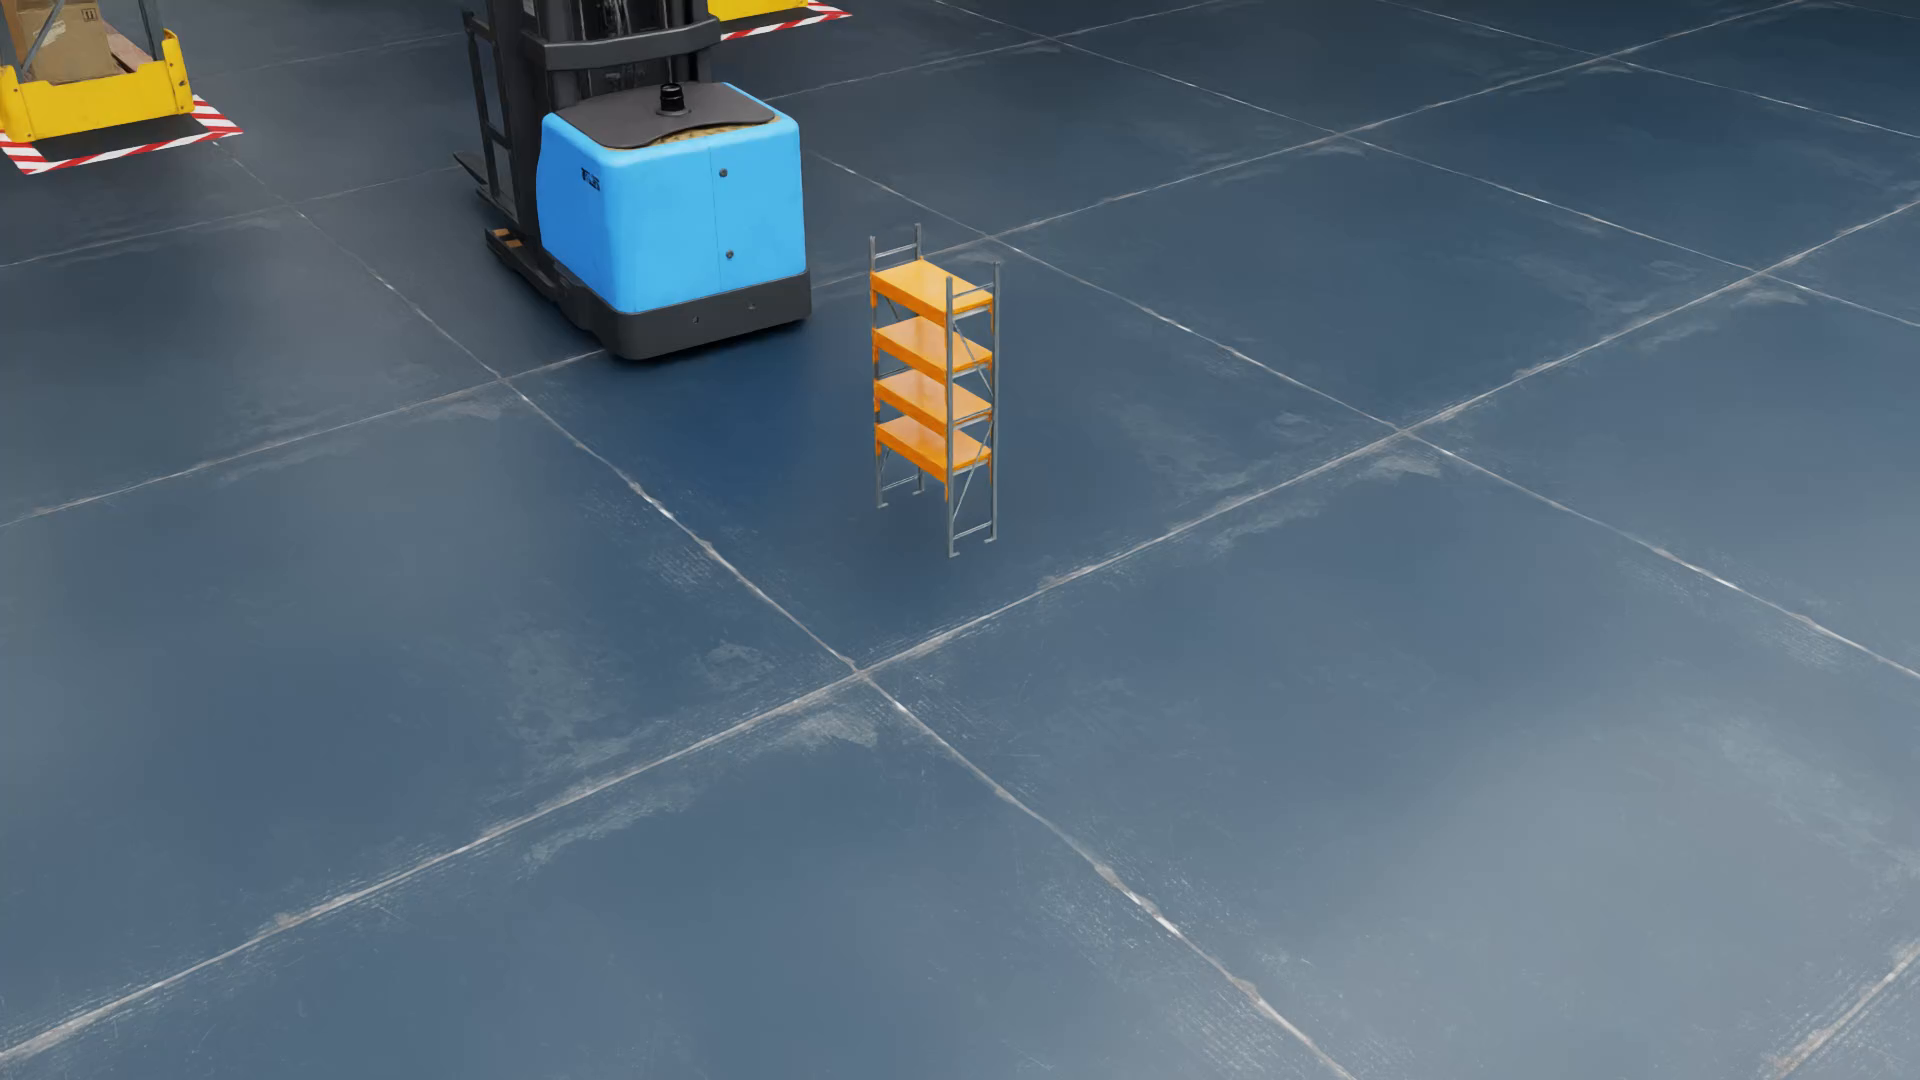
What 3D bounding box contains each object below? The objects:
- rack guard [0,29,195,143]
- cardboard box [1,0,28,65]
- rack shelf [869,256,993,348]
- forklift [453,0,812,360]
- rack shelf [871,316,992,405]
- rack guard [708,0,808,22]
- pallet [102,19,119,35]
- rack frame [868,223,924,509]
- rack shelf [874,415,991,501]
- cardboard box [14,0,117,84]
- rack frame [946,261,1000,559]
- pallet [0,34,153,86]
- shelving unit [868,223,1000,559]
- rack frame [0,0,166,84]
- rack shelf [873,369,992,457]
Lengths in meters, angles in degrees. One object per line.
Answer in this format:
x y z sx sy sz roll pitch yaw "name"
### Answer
-5.862 -3.077 11.230 1.175 0.500 0.348 -22 38 -31 "rack guard"
-6.578 -3.727 11.879 0.500 0.500 0.500 -12 34 -19 "cardboard box"
-0.101 -0.913 6.337 0.258 0.148 0.480 -22 38 -31 "rack shelf"
-1.982 -2.850 8.561 1.130 2.935 3.031 -19 37 -28 "forklift"
-0.101 -0.712 6.462 0.258 0.148 0.480 -22 38 -31 "rack shelf"
-1.820 -4.598 13.679 1.175 0.500 0.348 -22 38 -31 "rack guard"
-7.076 -3.812 12.688 1.003 0.211 1.213 -22 38 -31 "pallet"
-0.251 -0.680 6.708 0.240 1.200 0.015 -22 38 -31 "rack frame"
-0.102 -0.353 6.685 0.258 0.148 0.480 -22 38 -31 "rack shelf"
-6.185 -3.489 11.496 0.500 0.500 0.500 -15 35 -23 "cardboard box"
0.048 -0.477 6.381 0.240 1.200 0.015 -22 38 -31 "rack frame"
-6.332 -3.304 11.870 1.003 0.211 1.213 -22 38 -31 "pallet"
-0.101 -0.579 6.545 0.258 1.200 0.503 -22 38 -31 "shelving unit"
-5.815 -4.107 10.519 1.000 3.000 0.127 -22 38 -31 "rack frame"
-0.101 -0.522 6.580 0.258 0.148 0.480 -22 38 -31 "rack shelf"
